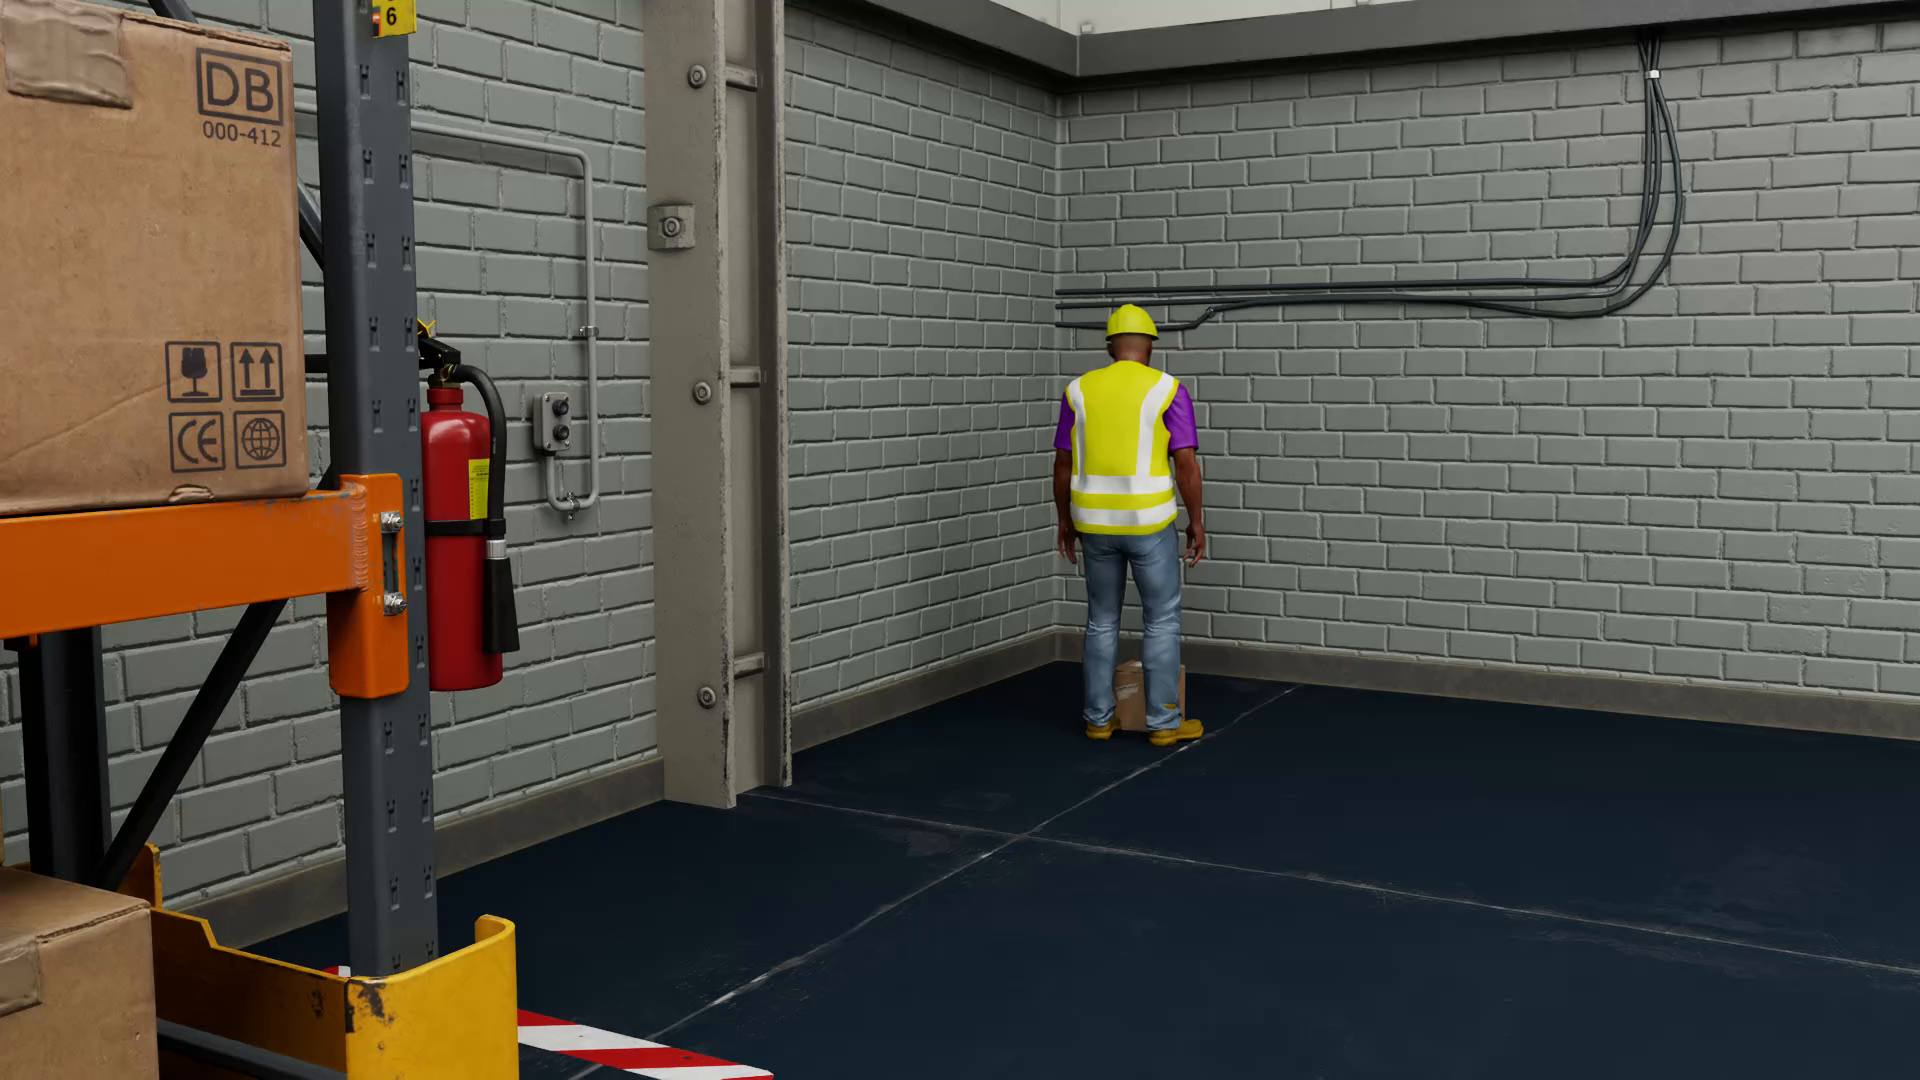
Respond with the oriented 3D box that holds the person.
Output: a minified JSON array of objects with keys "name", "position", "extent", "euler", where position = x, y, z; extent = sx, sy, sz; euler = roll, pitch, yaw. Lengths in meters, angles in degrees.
[{"name":"person","position":[0.688,-0.069,6.726],"extent":[0.627,1.759,0.459],"euler":[3,7,26]}]
